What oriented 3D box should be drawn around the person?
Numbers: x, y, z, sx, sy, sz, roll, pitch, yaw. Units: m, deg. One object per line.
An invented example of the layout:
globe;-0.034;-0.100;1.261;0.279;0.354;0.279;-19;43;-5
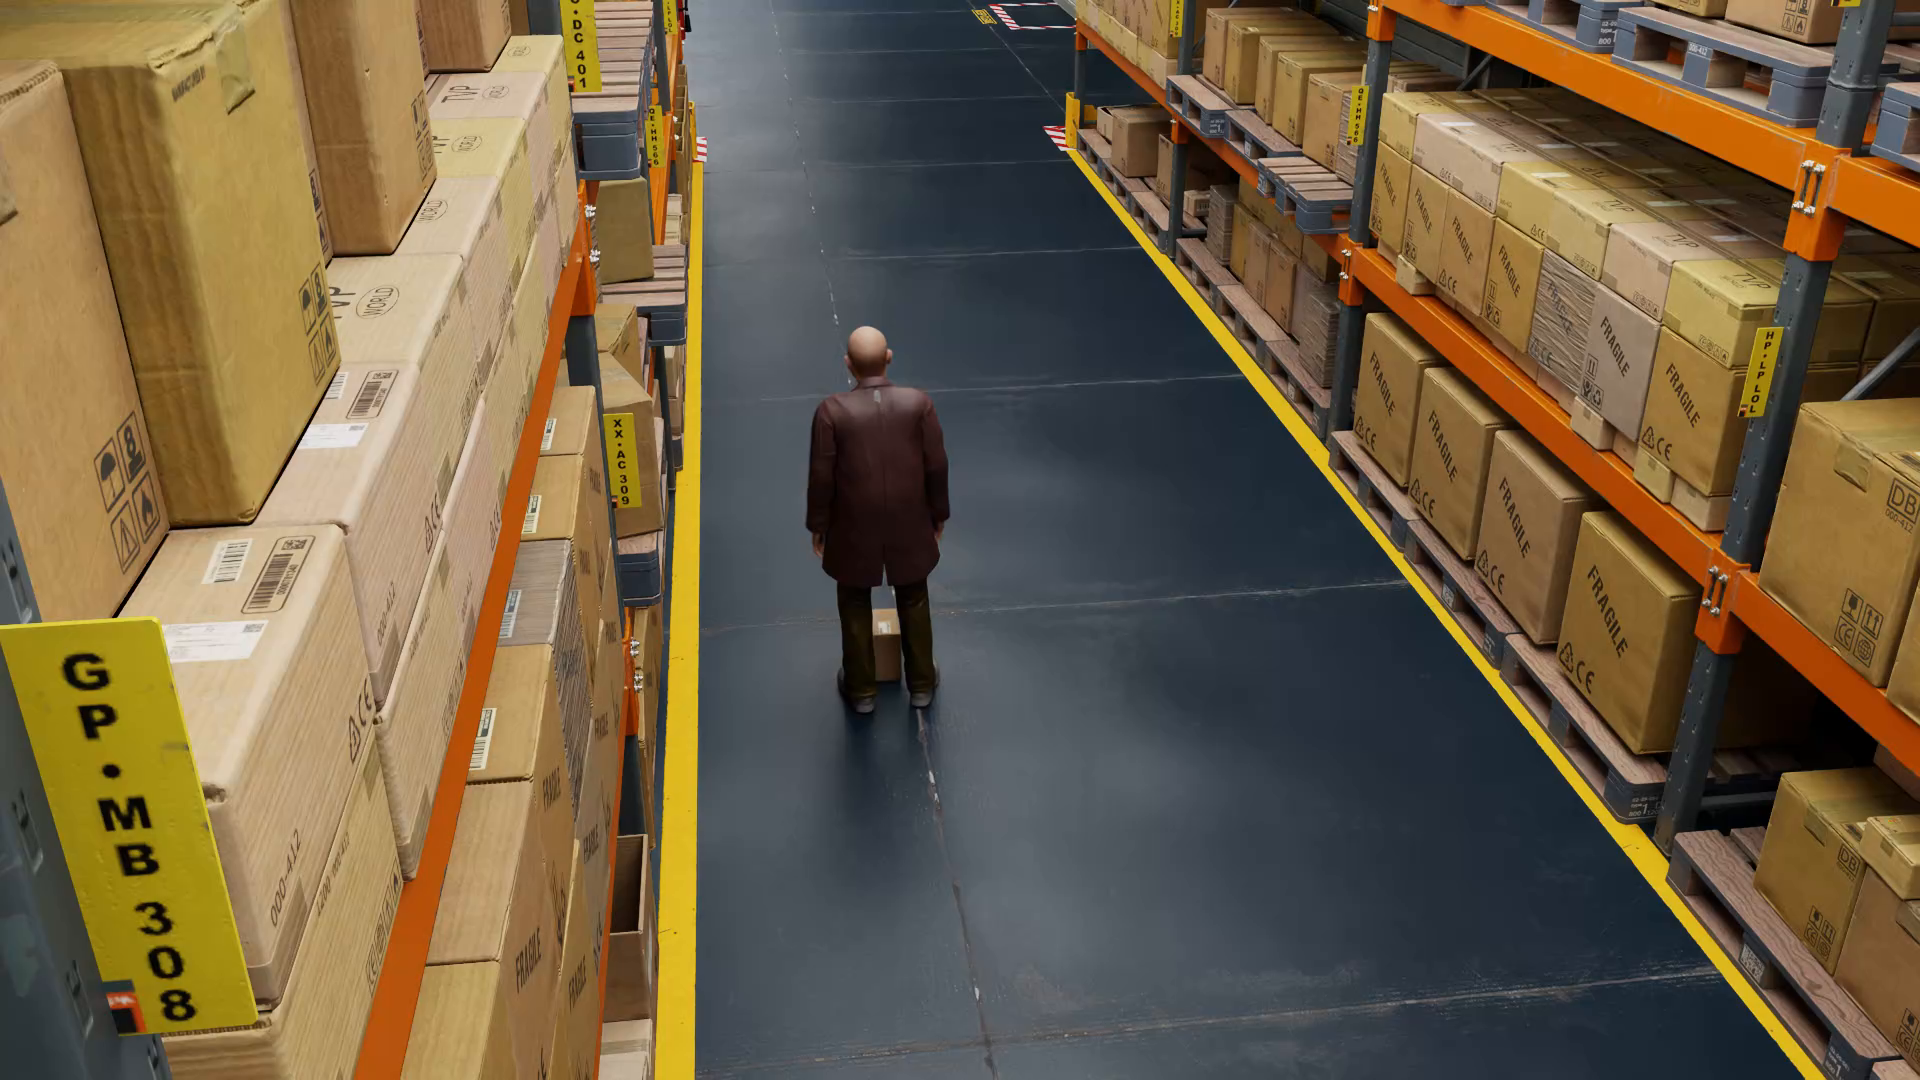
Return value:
person;-0.358;-0.018;7.309;0.638;1.647;0.432;-5;27;-9
